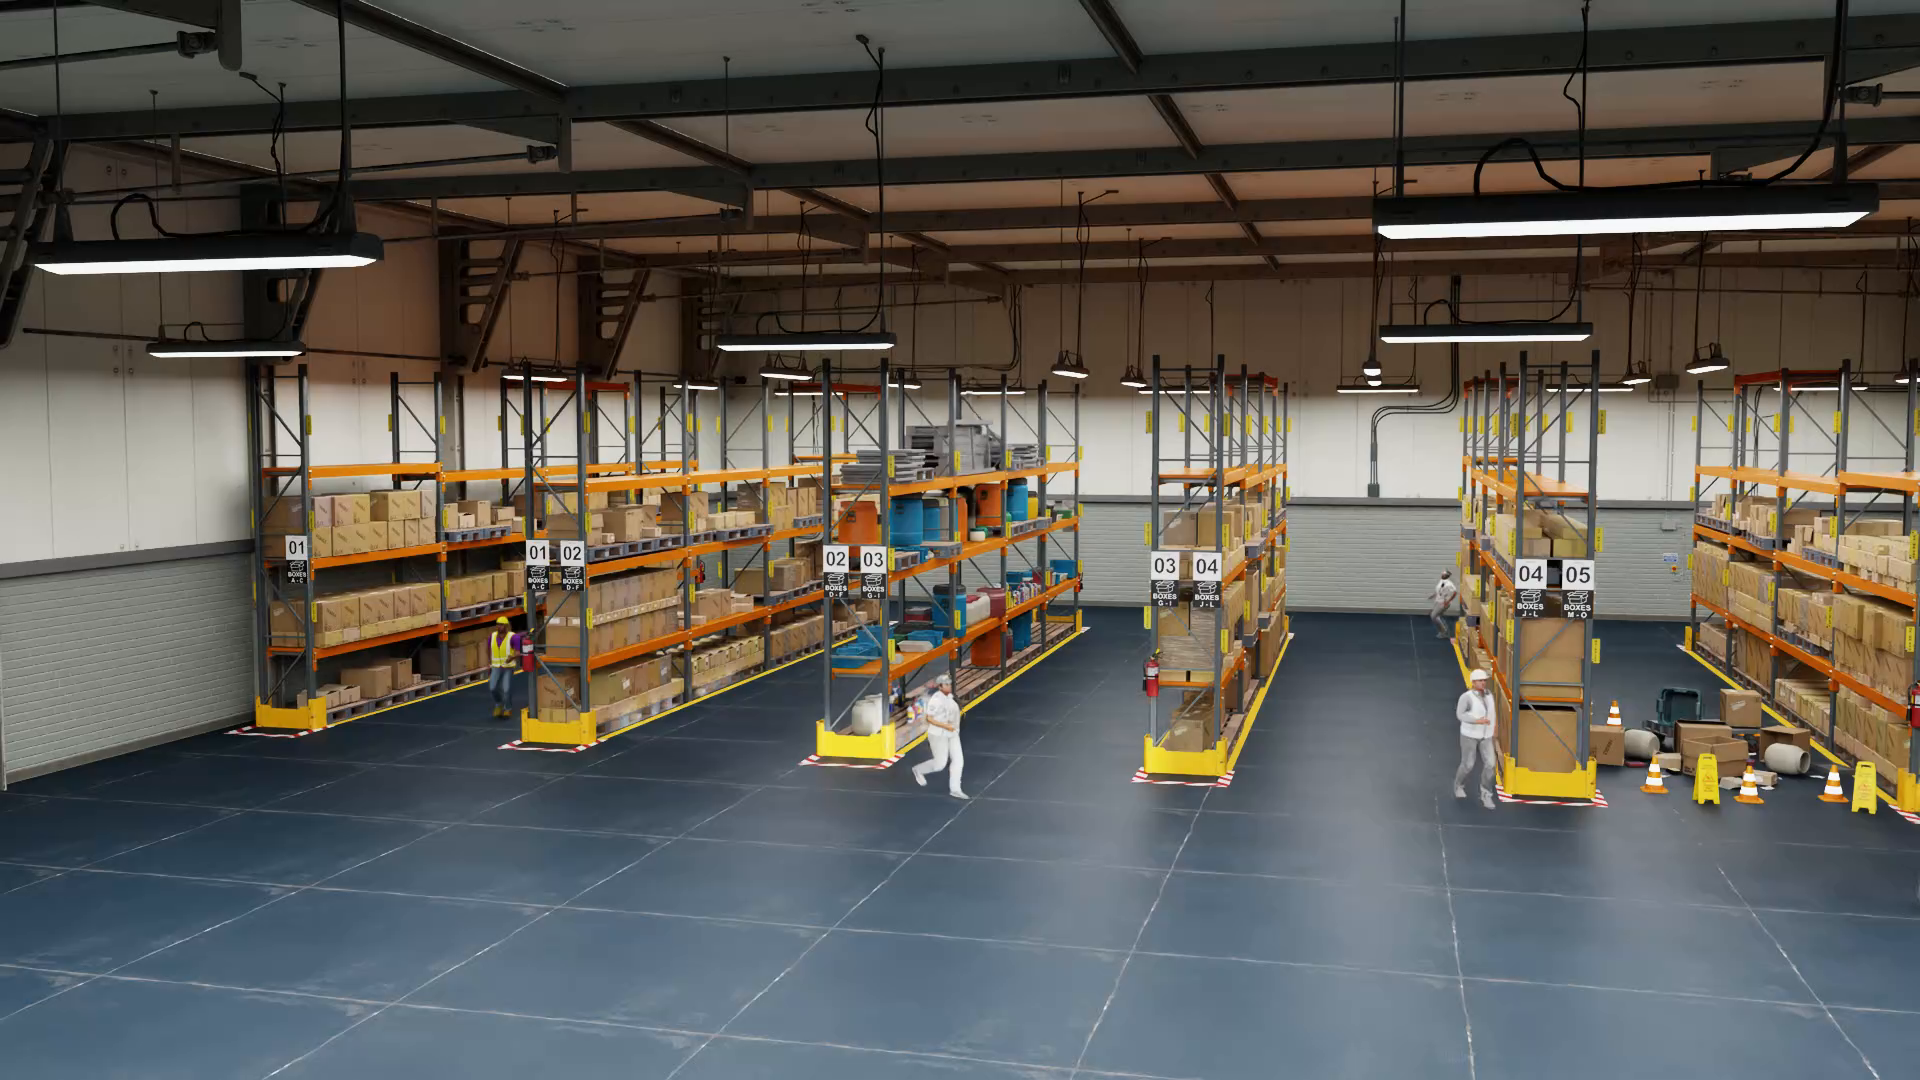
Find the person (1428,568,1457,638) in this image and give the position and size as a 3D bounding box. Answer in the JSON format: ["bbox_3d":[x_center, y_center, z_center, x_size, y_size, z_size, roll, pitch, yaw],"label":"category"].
[{"bbox_3d":[11.297,1.488,38.976,0.568,1.656,0.650,-1,4,-9],"label":"person"}]

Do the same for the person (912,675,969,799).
[{"bbox_3d":[-0.246,2.648,22.436,0.850,1.650,0.611,3,5,36],"label":"person"}]

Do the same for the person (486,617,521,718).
[{"bbox_3d":[-7.802,2.173,28.373,0.699,1.741,0.640,0,4,2],"label":"person"}]

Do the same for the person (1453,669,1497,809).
[{"bbox_3d":[6.826,2.621,21.940,0.671,1.854,0.758,-1,4,-14],"label":"person"}]
